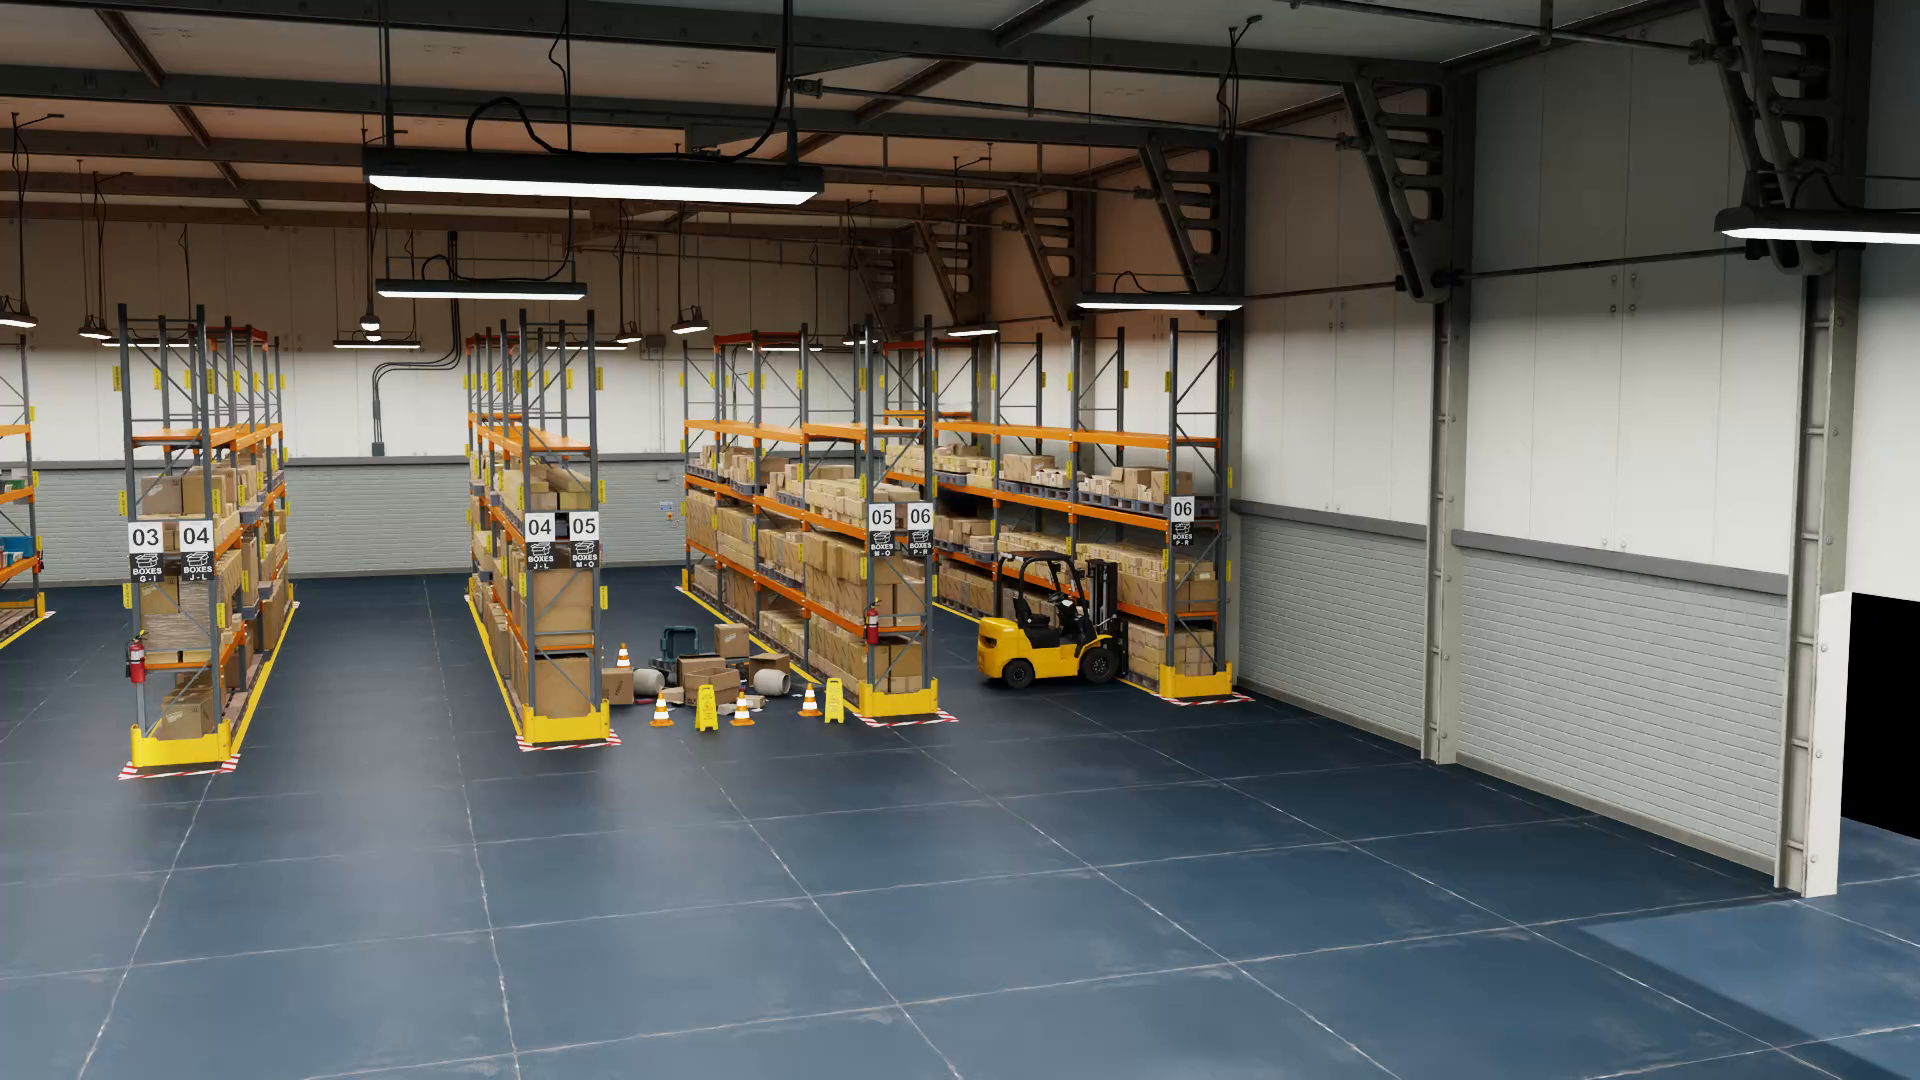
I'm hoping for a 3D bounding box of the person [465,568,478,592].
[{"bbox_3d":[-11.344,0.451,39.441,0.826,1.603,0.659,-1,6,-11],"label":"person"}]
